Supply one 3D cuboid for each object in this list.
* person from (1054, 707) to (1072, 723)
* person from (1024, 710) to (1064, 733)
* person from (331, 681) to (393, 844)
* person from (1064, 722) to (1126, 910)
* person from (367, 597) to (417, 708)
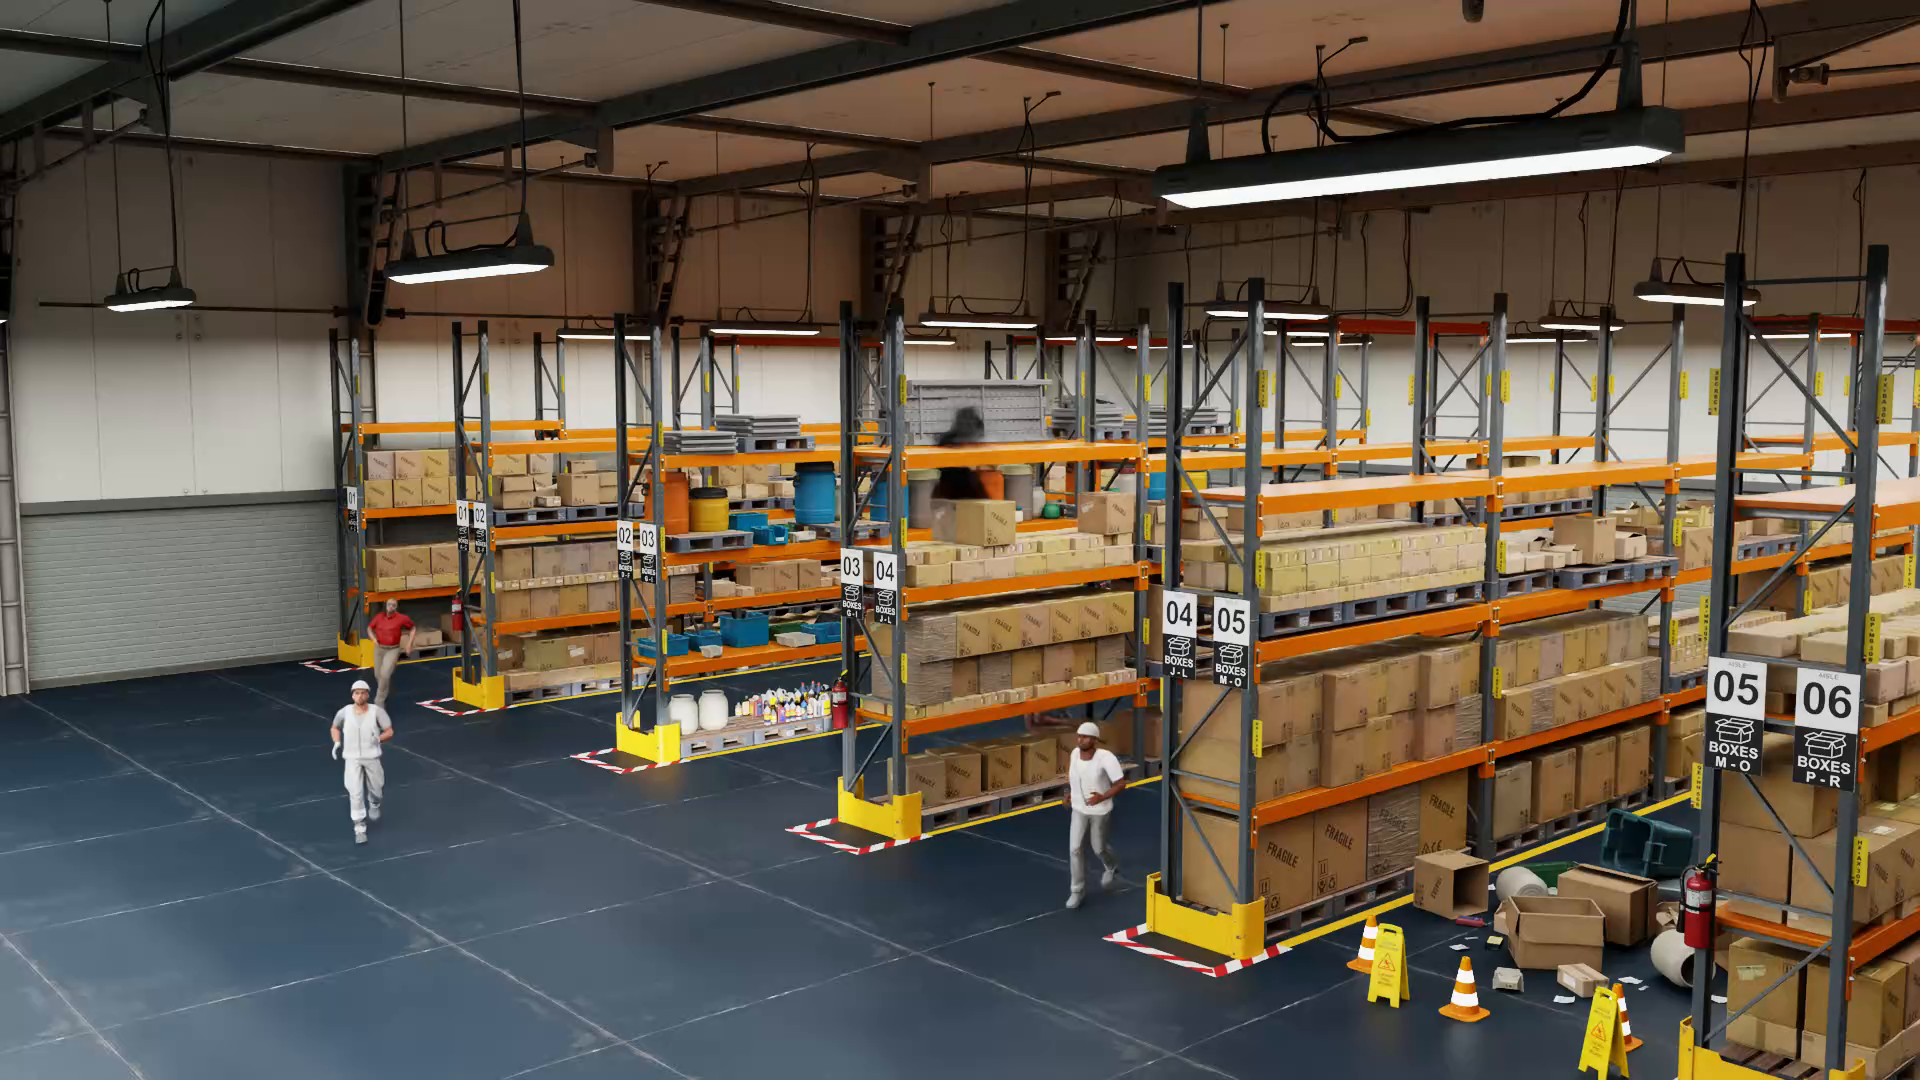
[{"bbox_3d":[1.405,1.961,23.955,0.591,1.656,0.599,5,7,40],"label":"person"},{"bbox_3d":[1.168,2.102,22.875,0.642,1.633,0.605,-5,7,-40],"label":"person"},{"bbox_3d":[-6.685,2.447,18.609,0.669,1.765,0.919,-2,6,-17],"label":"person"},{"bbox_3d":[1.336,2.668,16.362,0.692,1.799,0.856,4,7,34],"label":"person"},{"bbox_3d":[-8.874,1.755,25.835,0.734,1.728,0.837,0,6,3],"label":"person"}]
